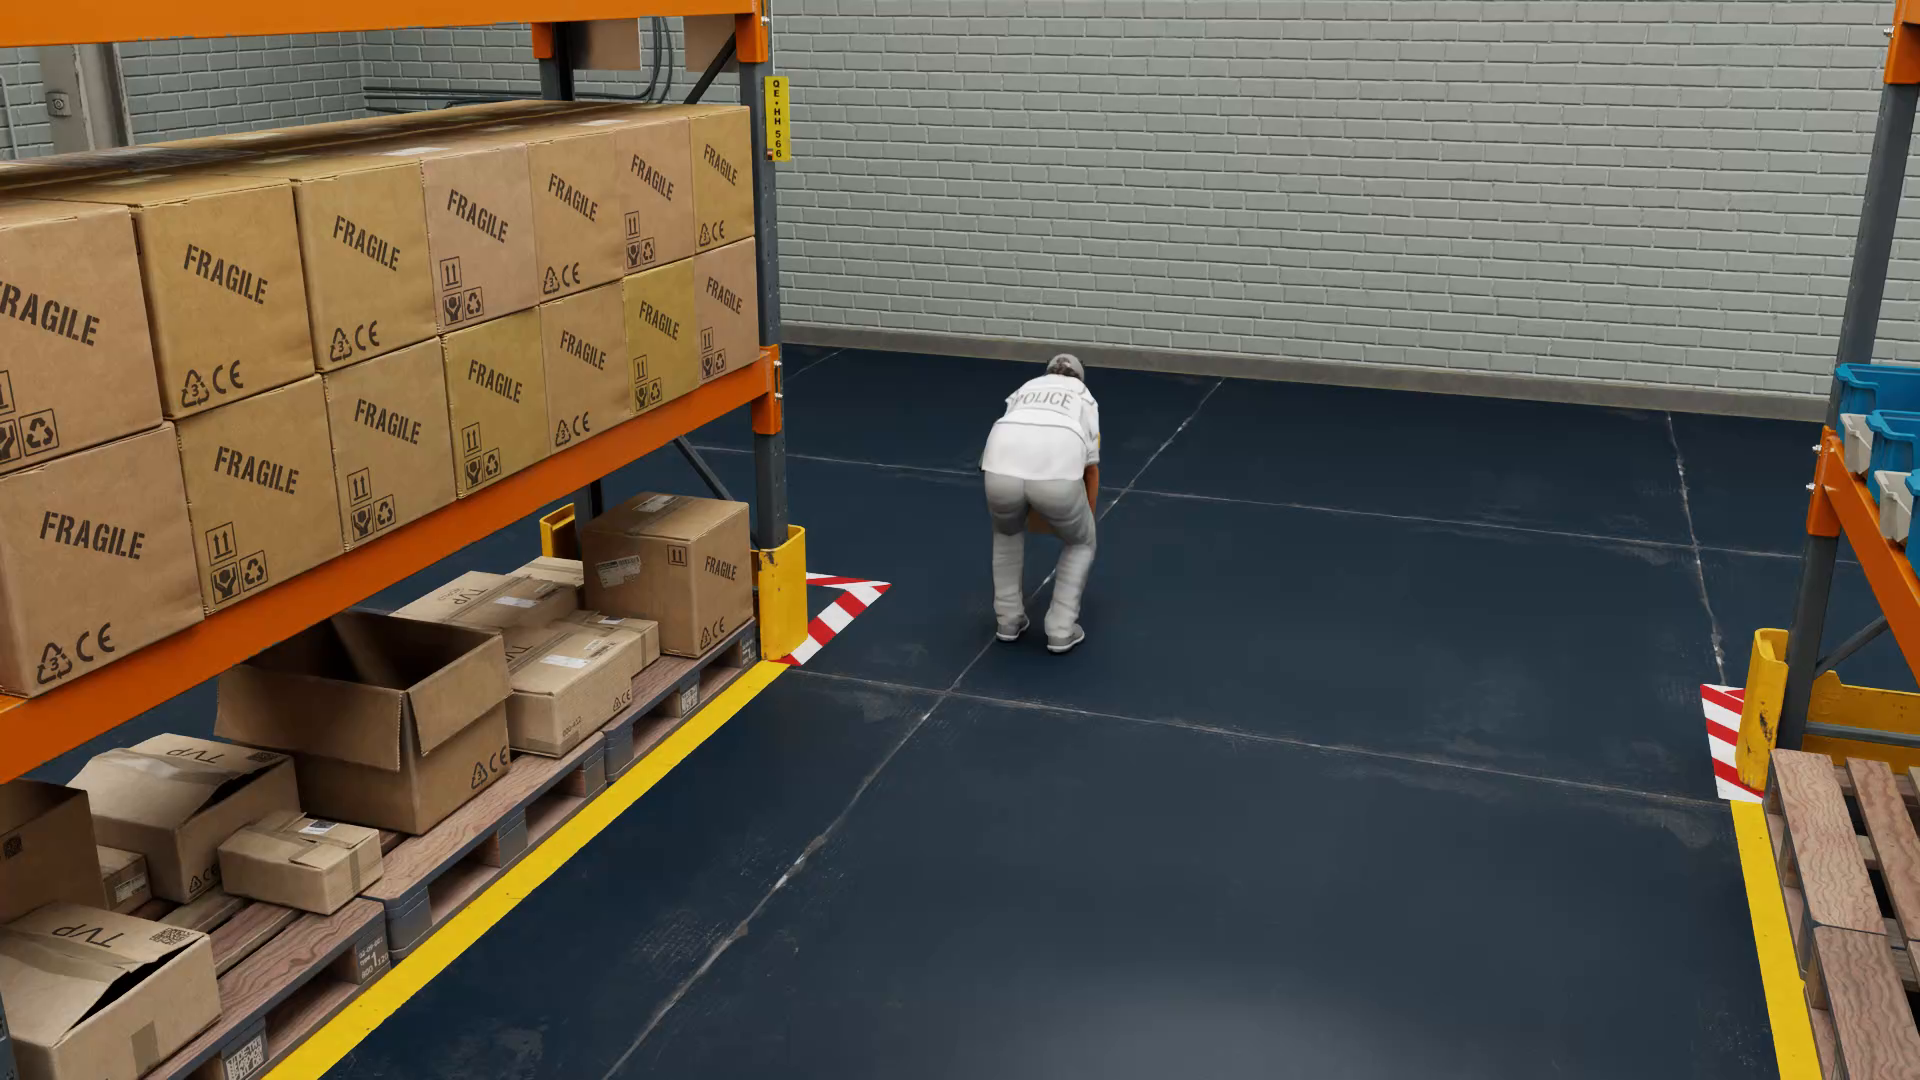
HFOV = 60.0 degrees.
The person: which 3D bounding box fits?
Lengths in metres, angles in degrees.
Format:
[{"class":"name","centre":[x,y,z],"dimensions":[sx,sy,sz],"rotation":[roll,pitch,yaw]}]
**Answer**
[{"class":"person","centre":[0.388,-0.165,7.310],"dimensions":[0.476,1.177,0.916],"rotation":[6,20,16]}]
